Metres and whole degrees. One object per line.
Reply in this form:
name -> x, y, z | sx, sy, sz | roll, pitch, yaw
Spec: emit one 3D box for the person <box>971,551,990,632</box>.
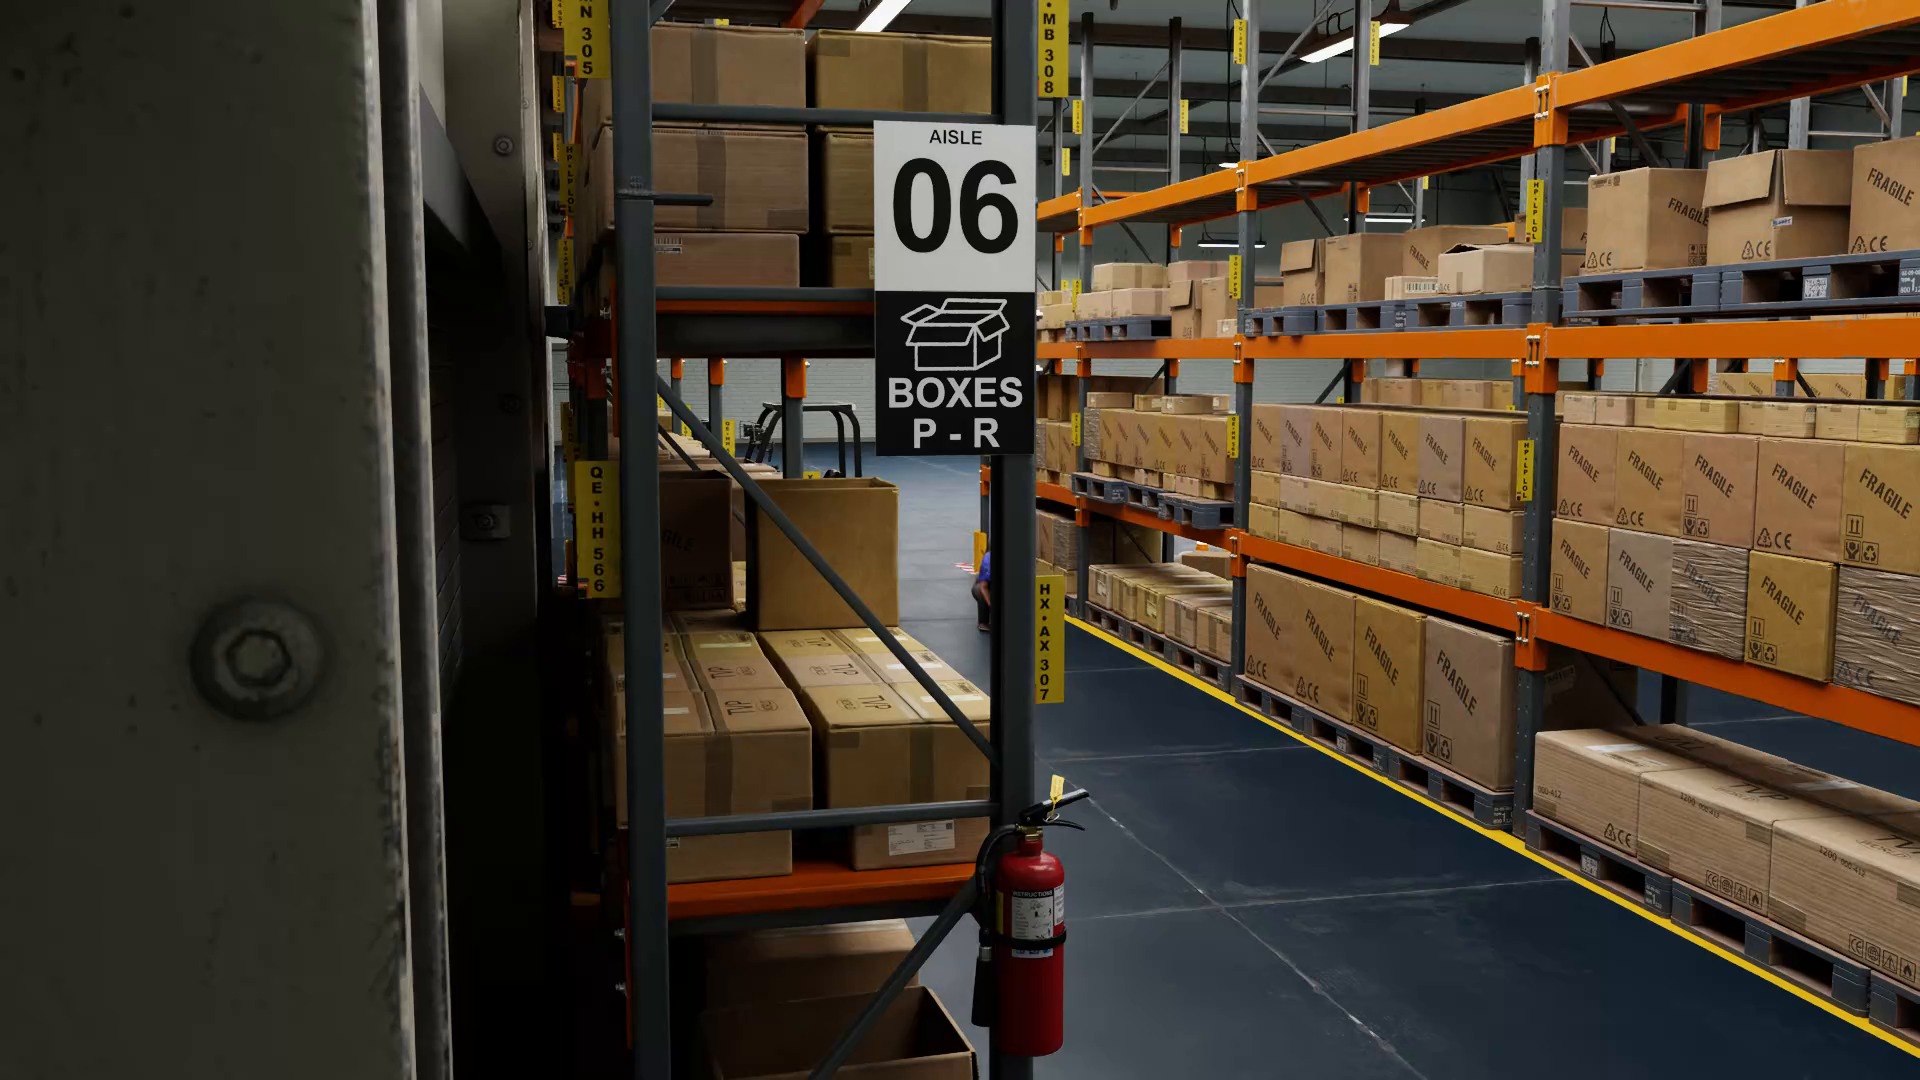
person -> 0.380, 0.430, 16.168 | 0.483, 0.937, 0.827 | -2, 6, -15
